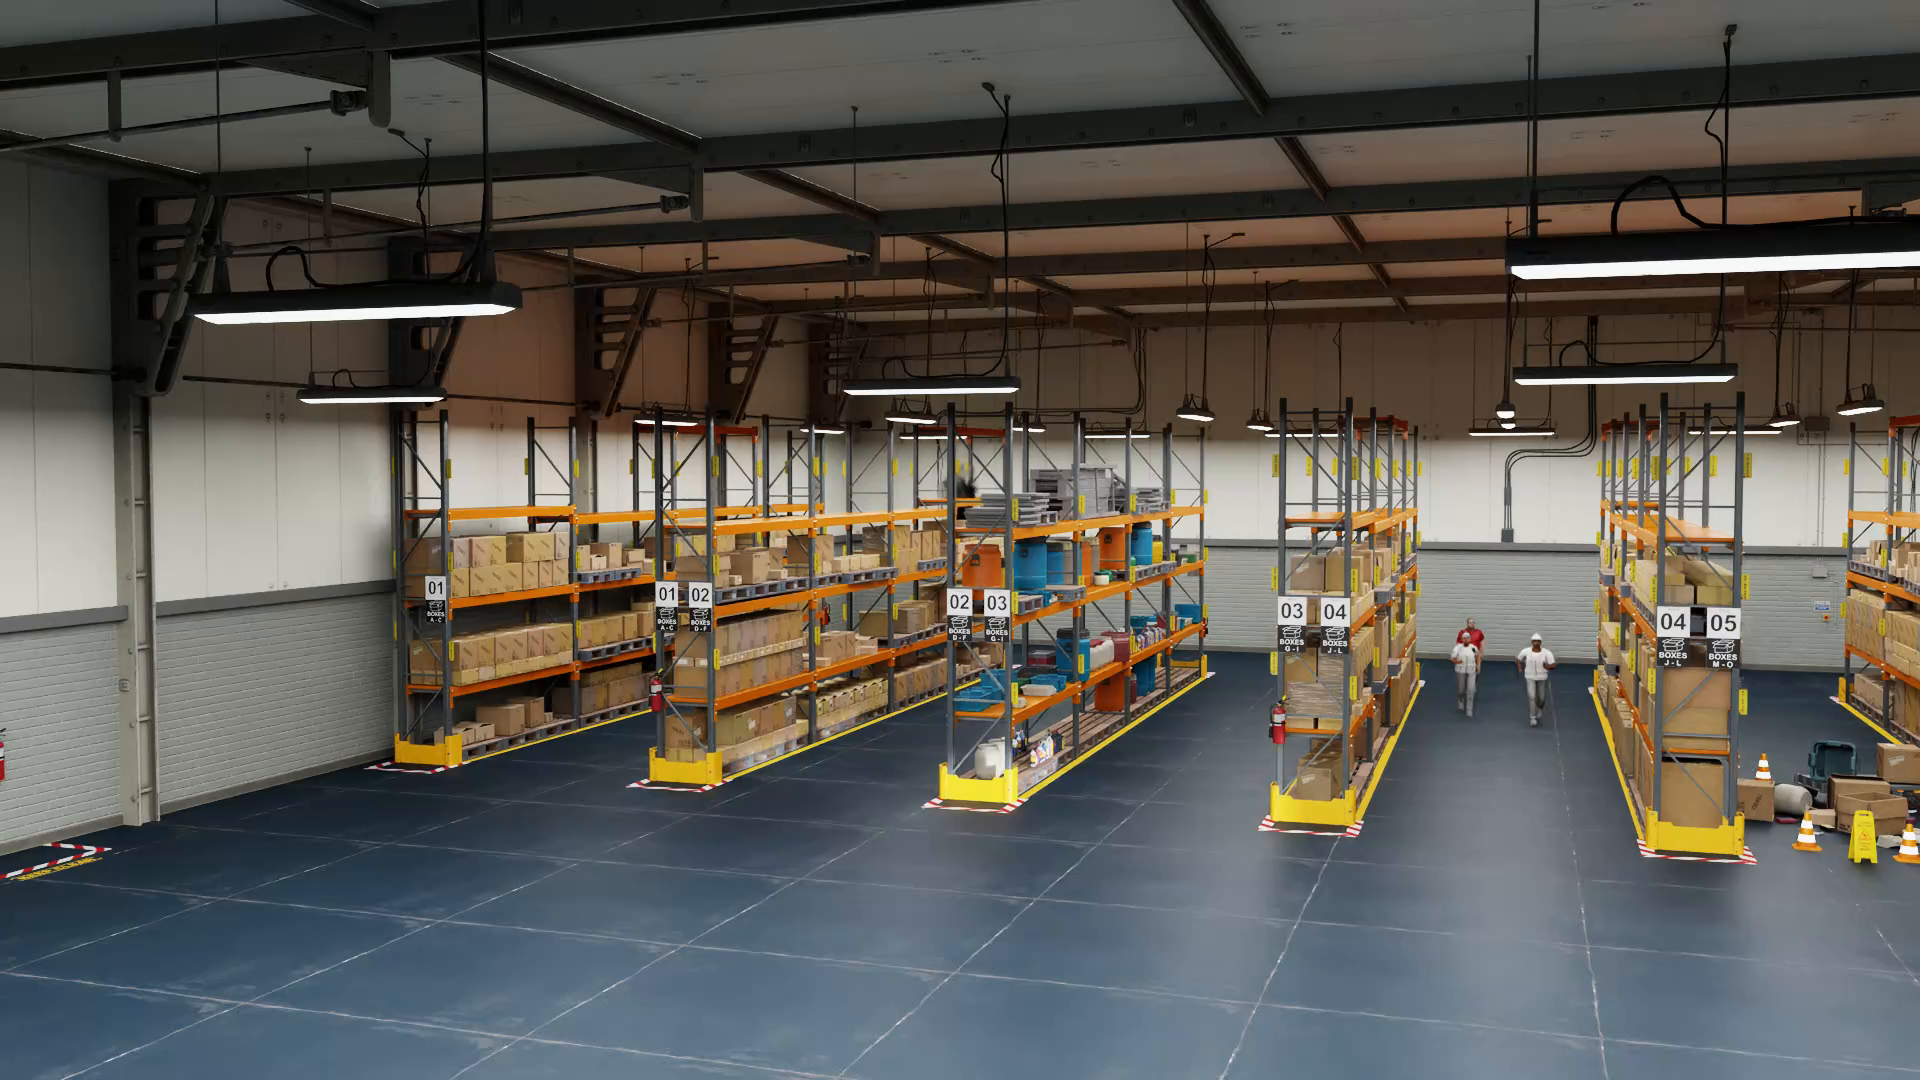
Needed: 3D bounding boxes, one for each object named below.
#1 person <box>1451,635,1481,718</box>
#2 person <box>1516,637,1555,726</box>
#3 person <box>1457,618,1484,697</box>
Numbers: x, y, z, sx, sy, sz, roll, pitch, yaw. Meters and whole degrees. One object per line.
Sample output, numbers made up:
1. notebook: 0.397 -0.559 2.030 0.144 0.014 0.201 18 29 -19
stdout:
1. person: 10.255 2.744 33.677 0.606 1.646 0.801 0 2 11
2. person: 11.223 2.748 32.425 0.710 1.731 0.787 1 3 16
3. person: 11.265 2.591 36.680 0.583 1.773 0.814 1 2 12
